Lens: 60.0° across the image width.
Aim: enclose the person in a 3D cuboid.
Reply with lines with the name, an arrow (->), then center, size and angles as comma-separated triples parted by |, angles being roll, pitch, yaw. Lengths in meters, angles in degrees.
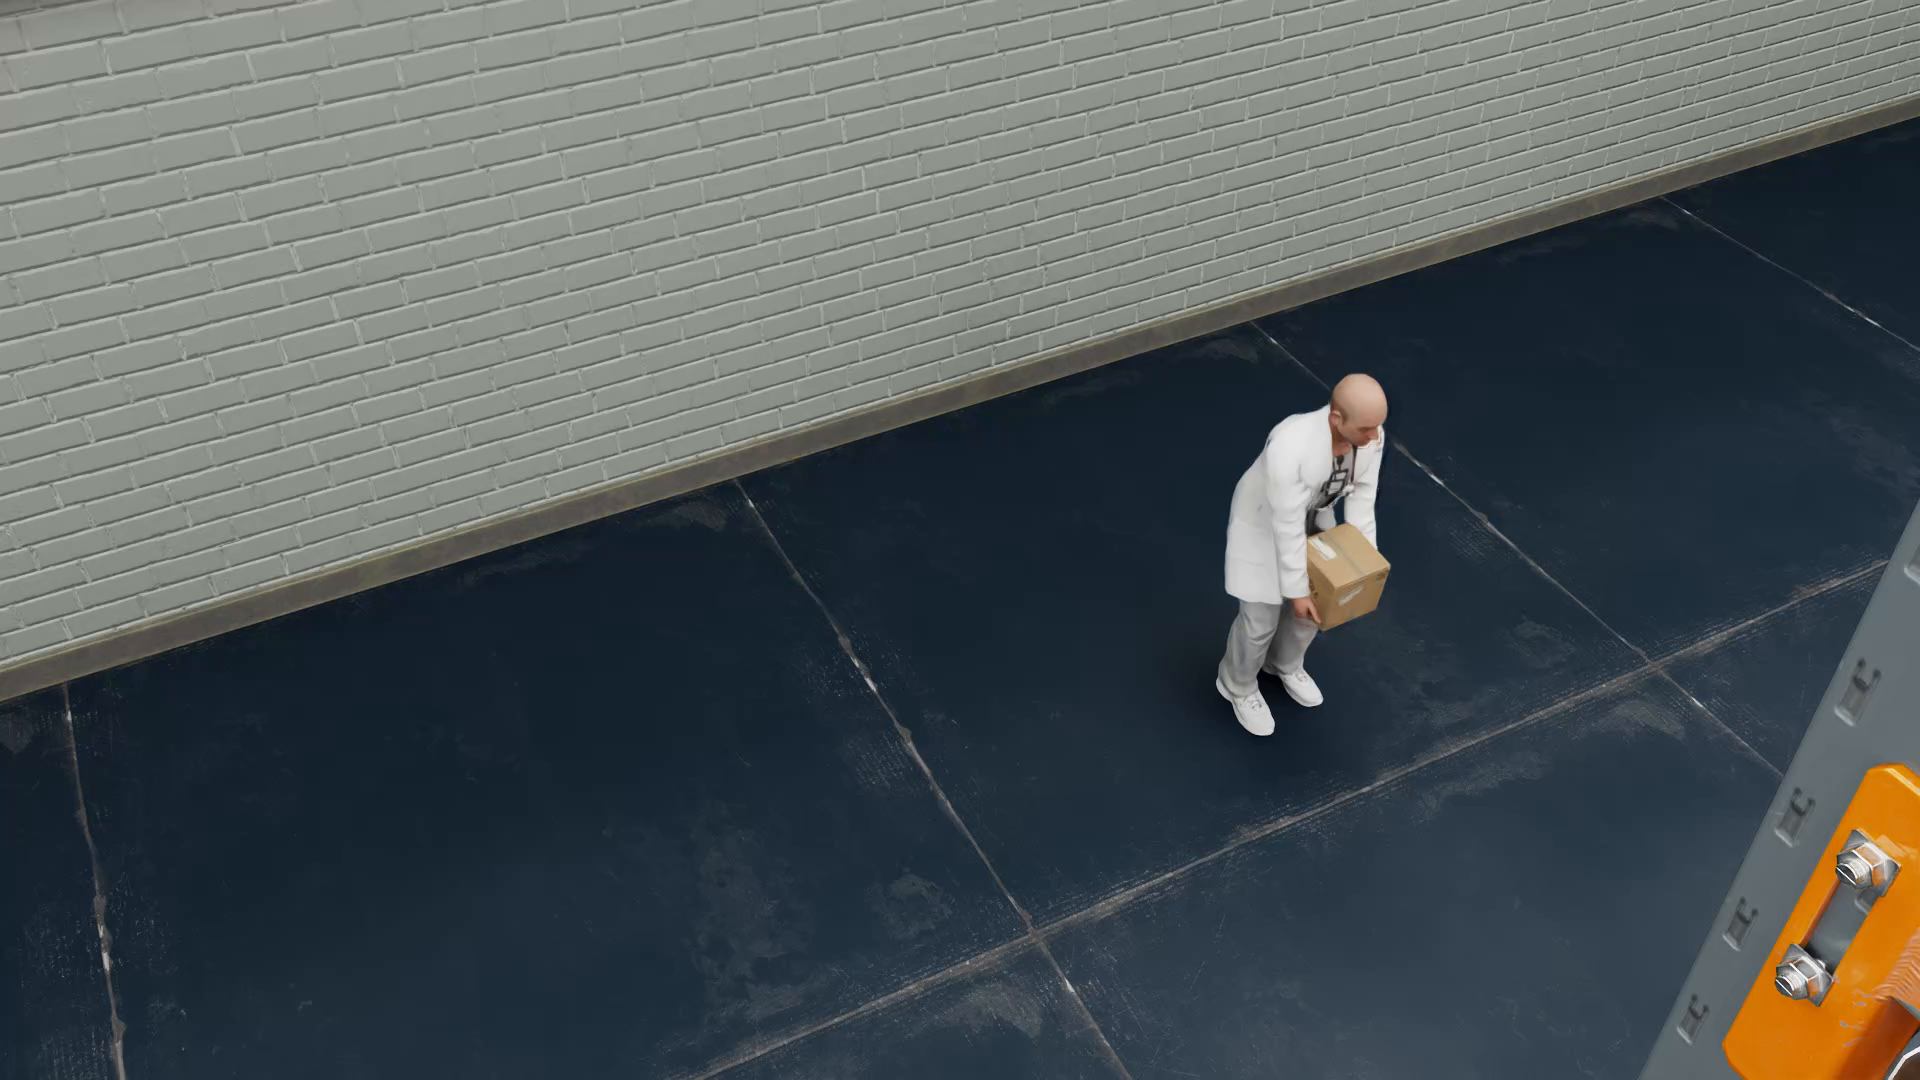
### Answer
person -> 1.297, 0.034, 6.316 | 0.537, 1.720, 0.618 | -20, 44, -21
